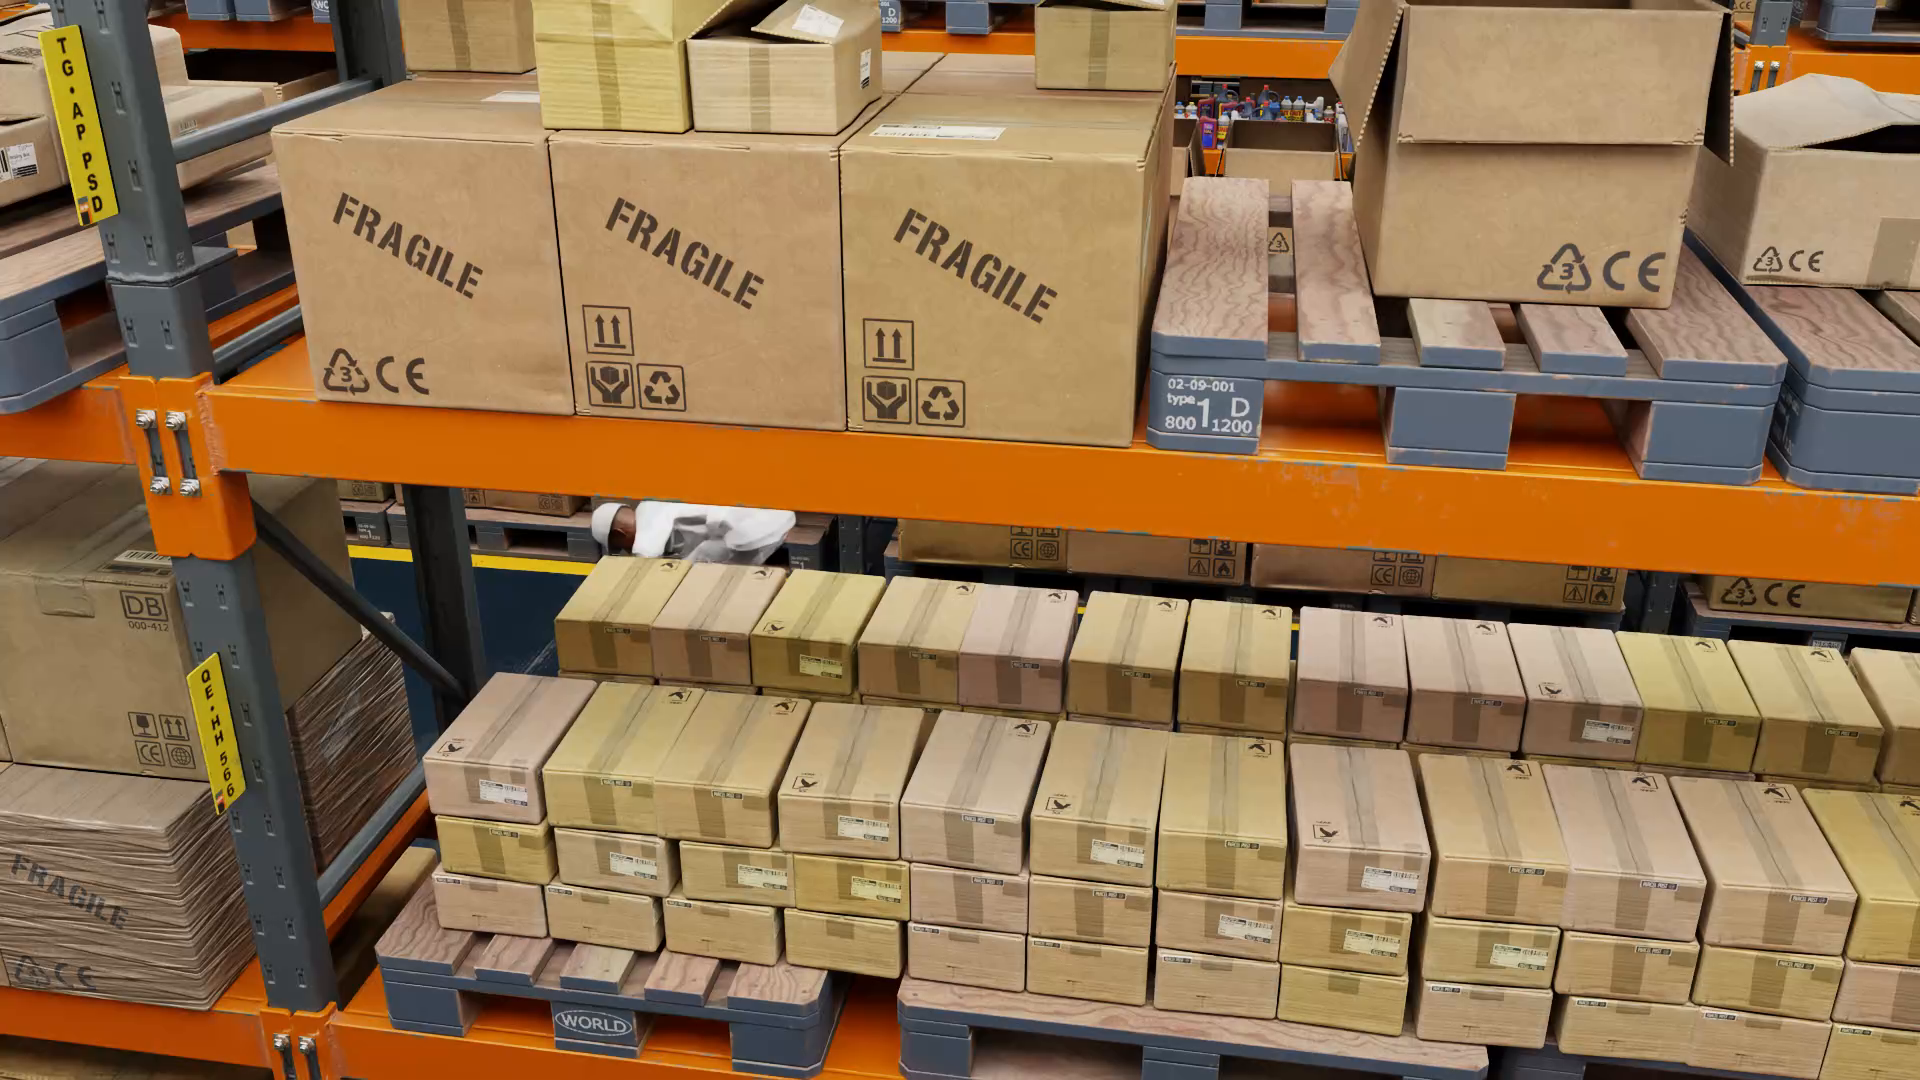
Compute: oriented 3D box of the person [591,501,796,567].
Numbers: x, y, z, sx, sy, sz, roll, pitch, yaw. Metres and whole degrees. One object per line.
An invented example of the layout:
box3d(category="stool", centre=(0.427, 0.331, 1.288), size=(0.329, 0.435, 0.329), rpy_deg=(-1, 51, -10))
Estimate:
box3d(category="person", centre=(-1.252, 0.141, 7.773), size=(0.981, 0.946, 0.532), rpy_deg=(7, 26, 15))
